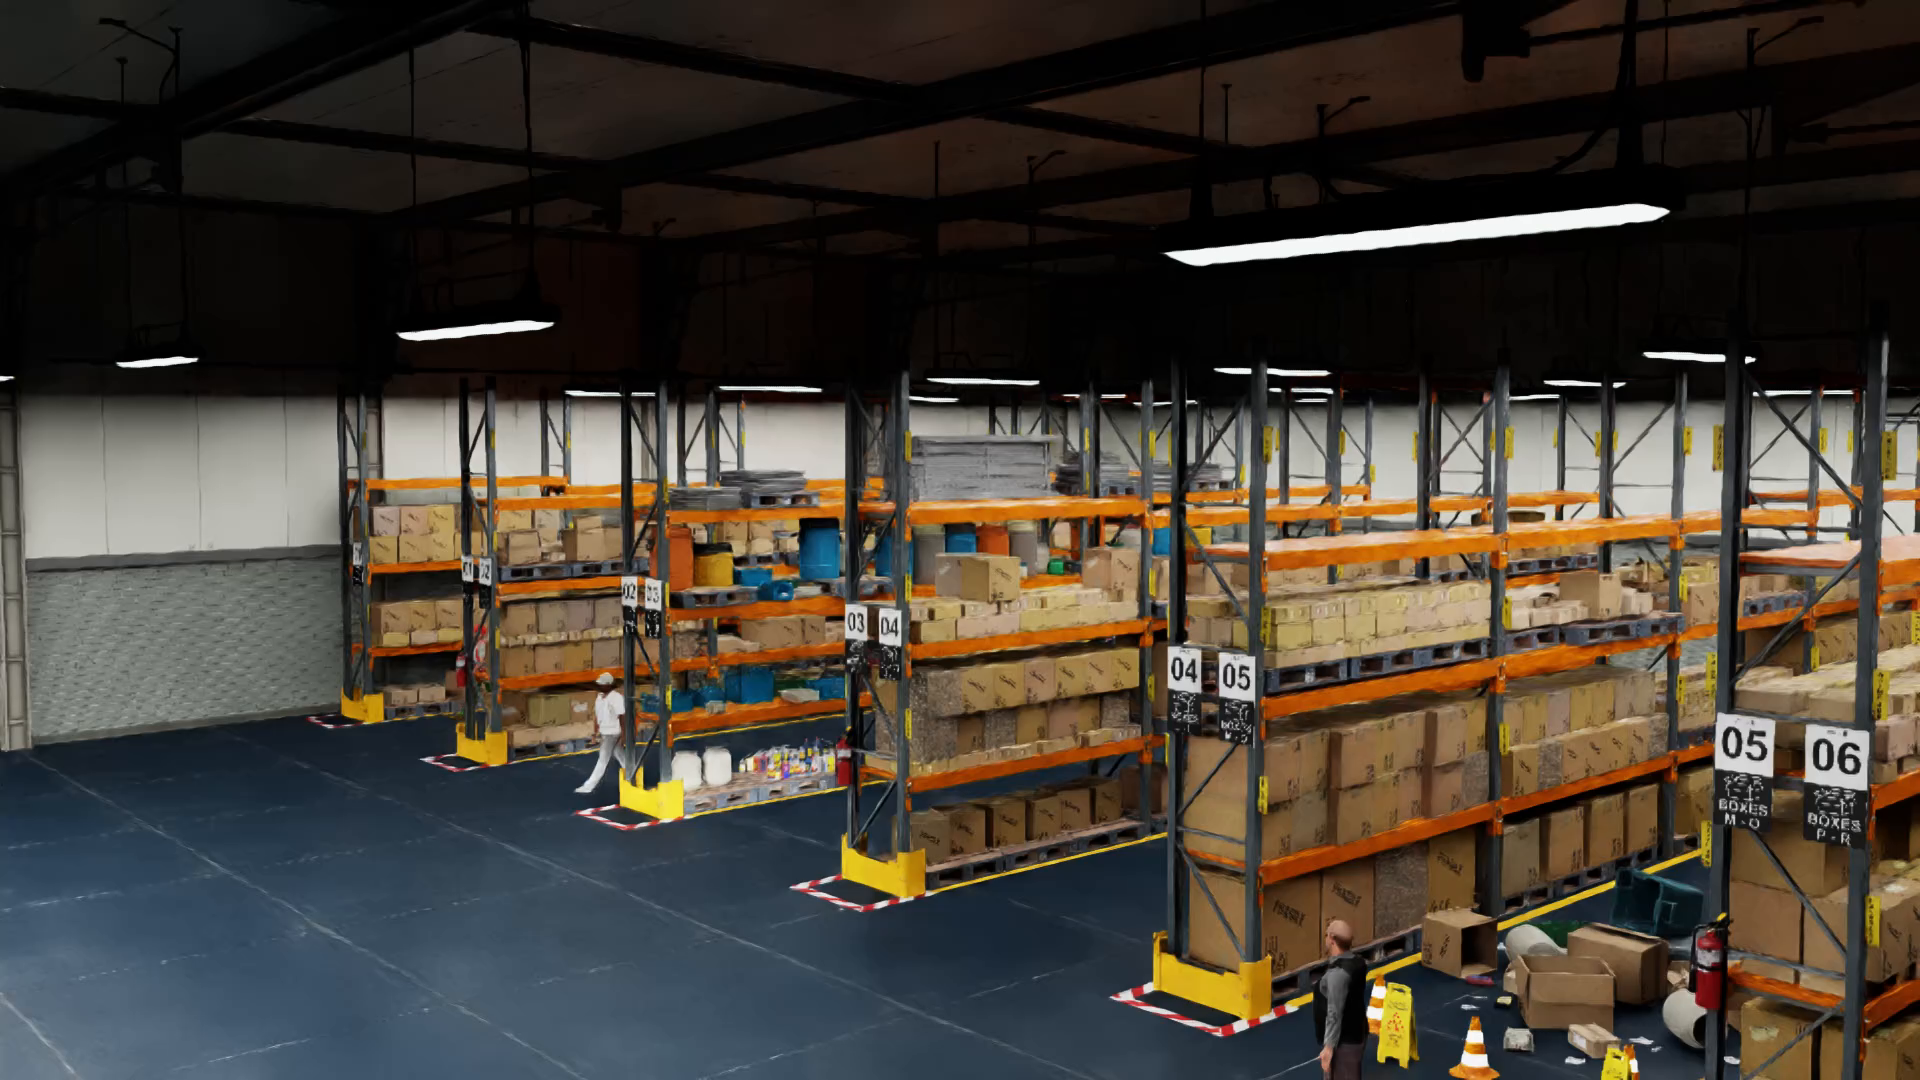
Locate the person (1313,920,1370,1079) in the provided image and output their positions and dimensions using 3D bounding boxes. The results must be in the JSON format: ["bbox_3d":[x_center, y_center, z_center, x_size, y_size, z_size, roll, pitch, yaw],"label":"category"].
[{"bbox_3d":[2.675,3.538,11.744,0.624,1.722,0.644,2,4,25],"label":"person"}]

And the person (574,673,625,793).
[{"bbox_3d":[-5.047,2.732,23.718,1.059,1.690,0.578,-3,5,-35],"label":"person"}]

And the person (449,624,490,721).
[{"bbox_3d":[-8.505,2.355,29.474,1.036,1.728,0.533,-2,4,-33],"label":"person"}]
